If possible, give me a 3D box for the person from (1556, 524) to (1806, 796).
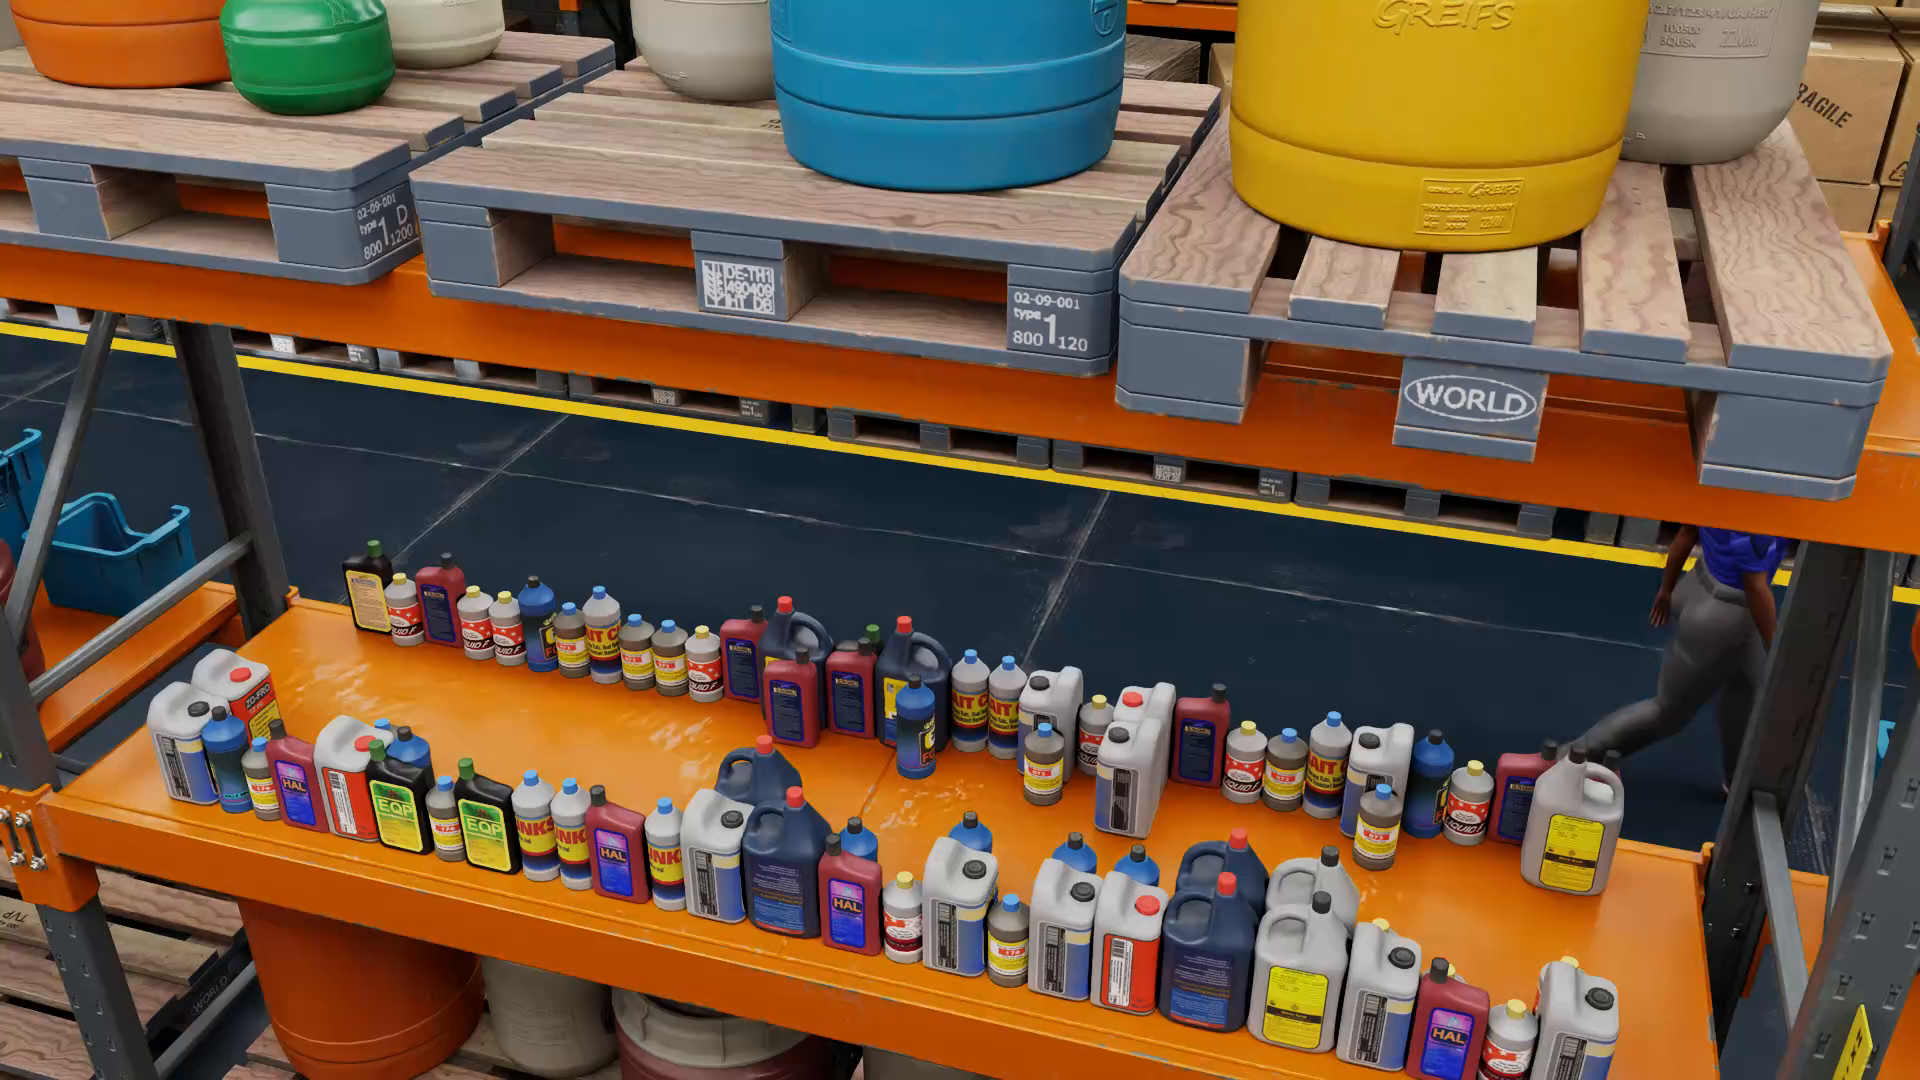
[{"bbox_3d":[2.601,0.250,5.682,0.978,1.604,0.465,3,30,6],"label":"person"}]
